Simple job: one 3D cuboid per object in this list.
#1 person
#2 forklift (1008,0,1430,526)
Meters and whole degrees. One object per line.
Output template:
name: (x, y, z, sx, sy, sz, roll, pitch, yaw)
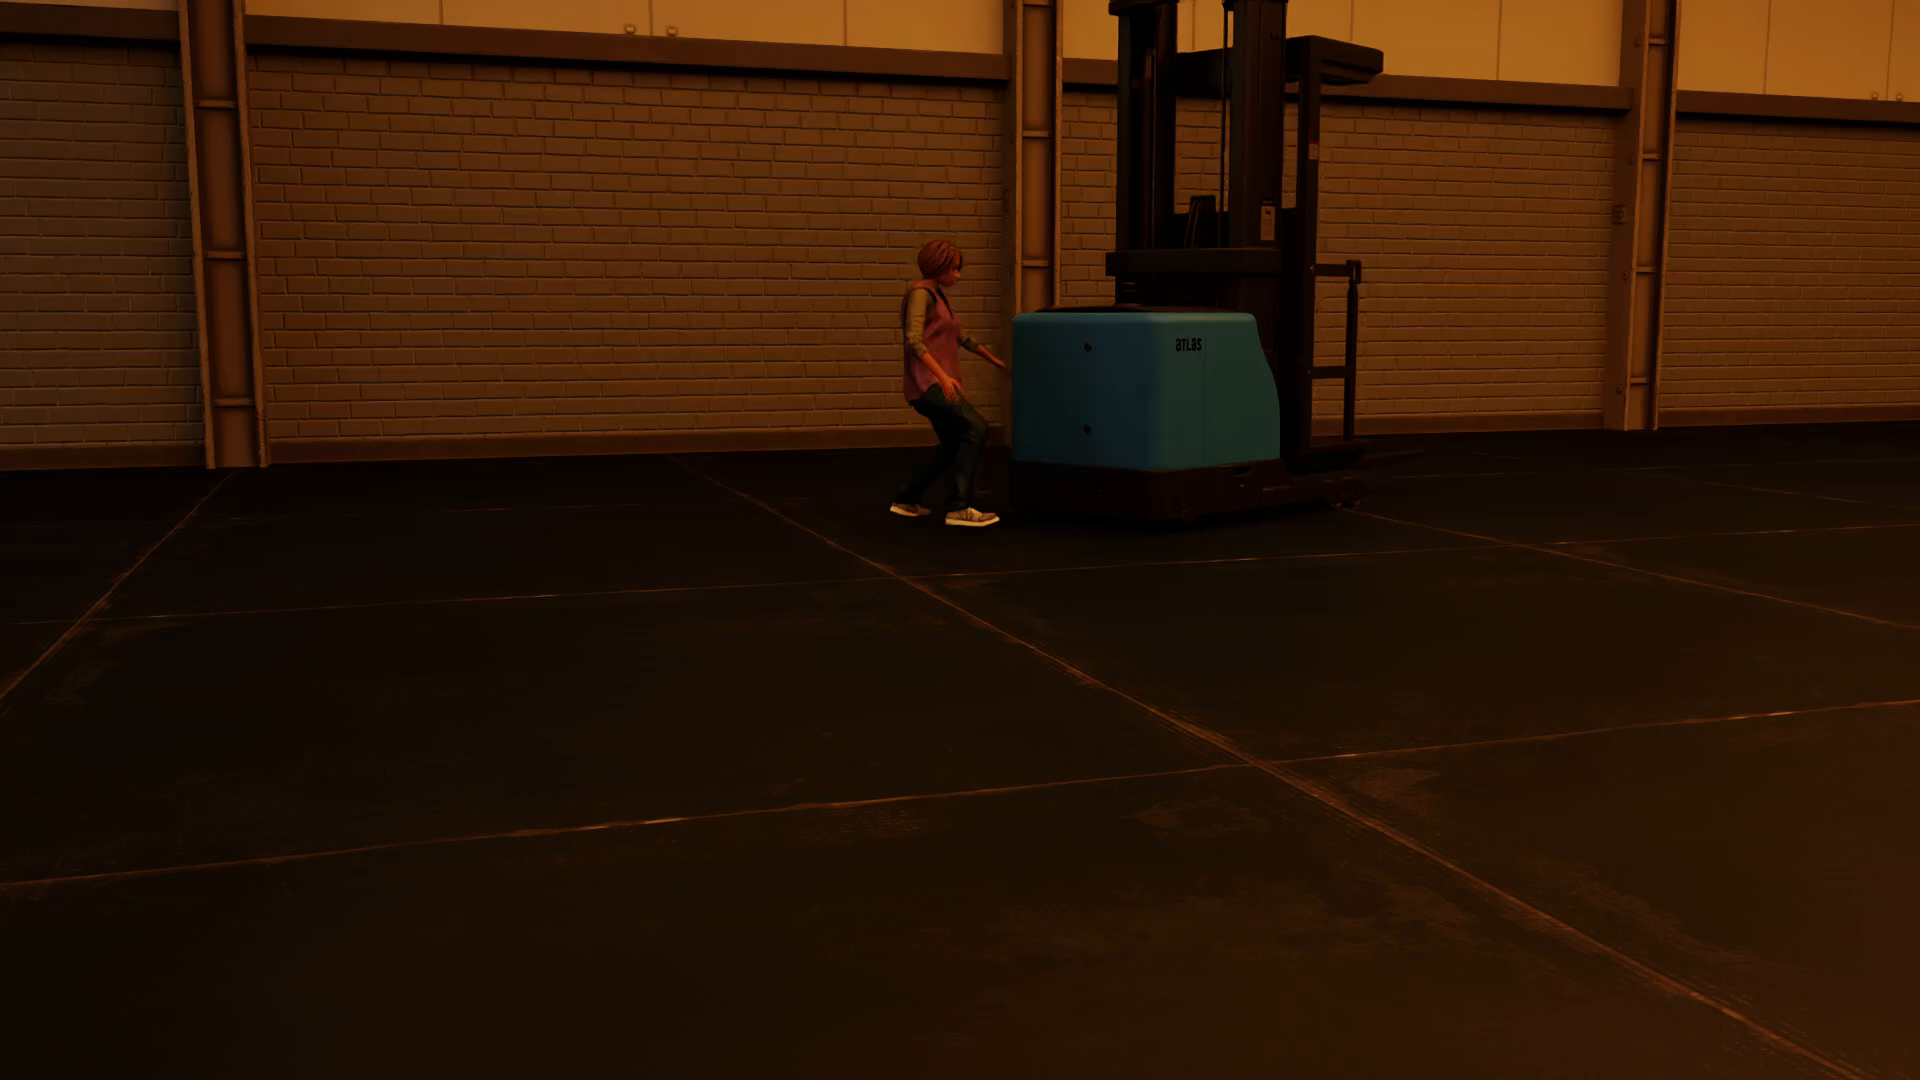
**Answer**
person: (-0.070, -0.785, 8.467, 0.731, 1.470, 0.848, 2, 8, 16)
forklift: (1.634, -1.667, 9.309, 1.130, 2.935, 3.031, 7, 11, 43)
